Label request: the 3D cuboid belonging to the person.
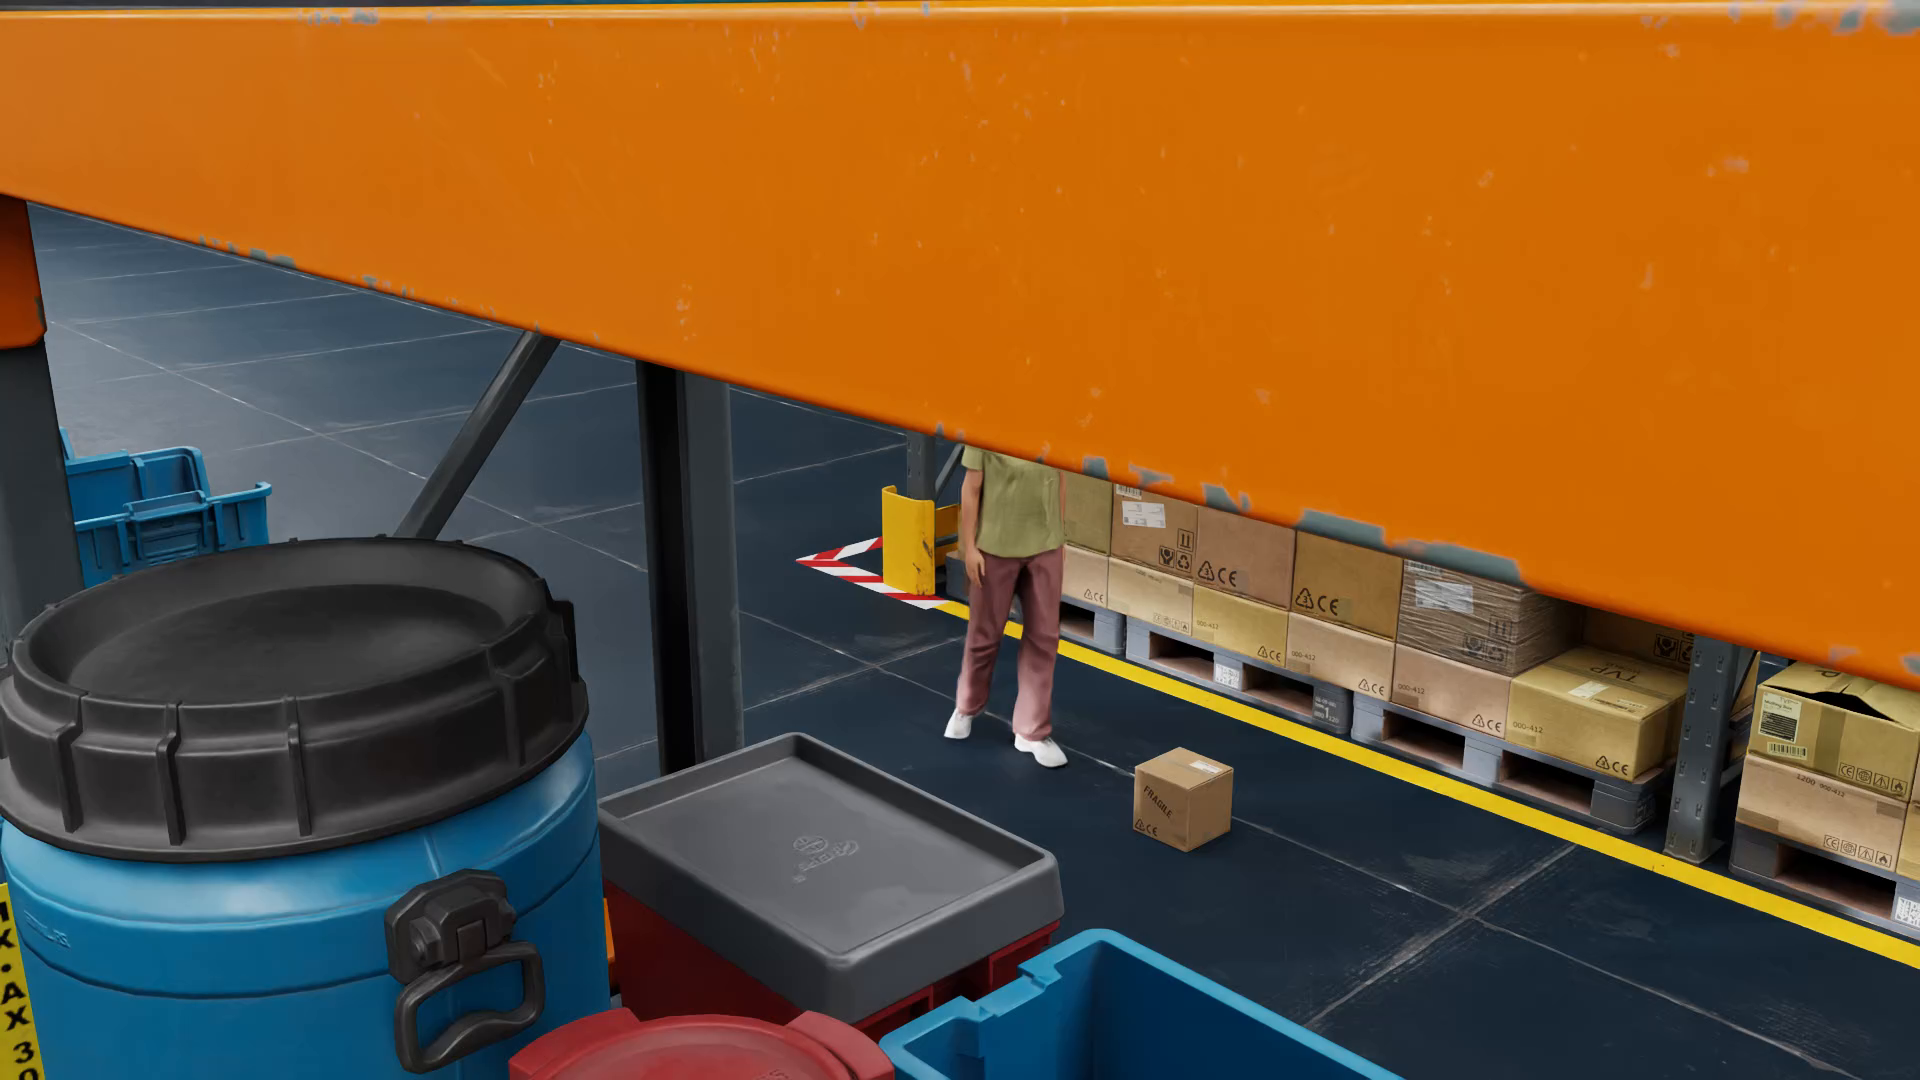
[{"bbox_3d":[0.199,0.030,6.446,0.484,1.673,0.591,-7,19,-20],"label":"person"}]
